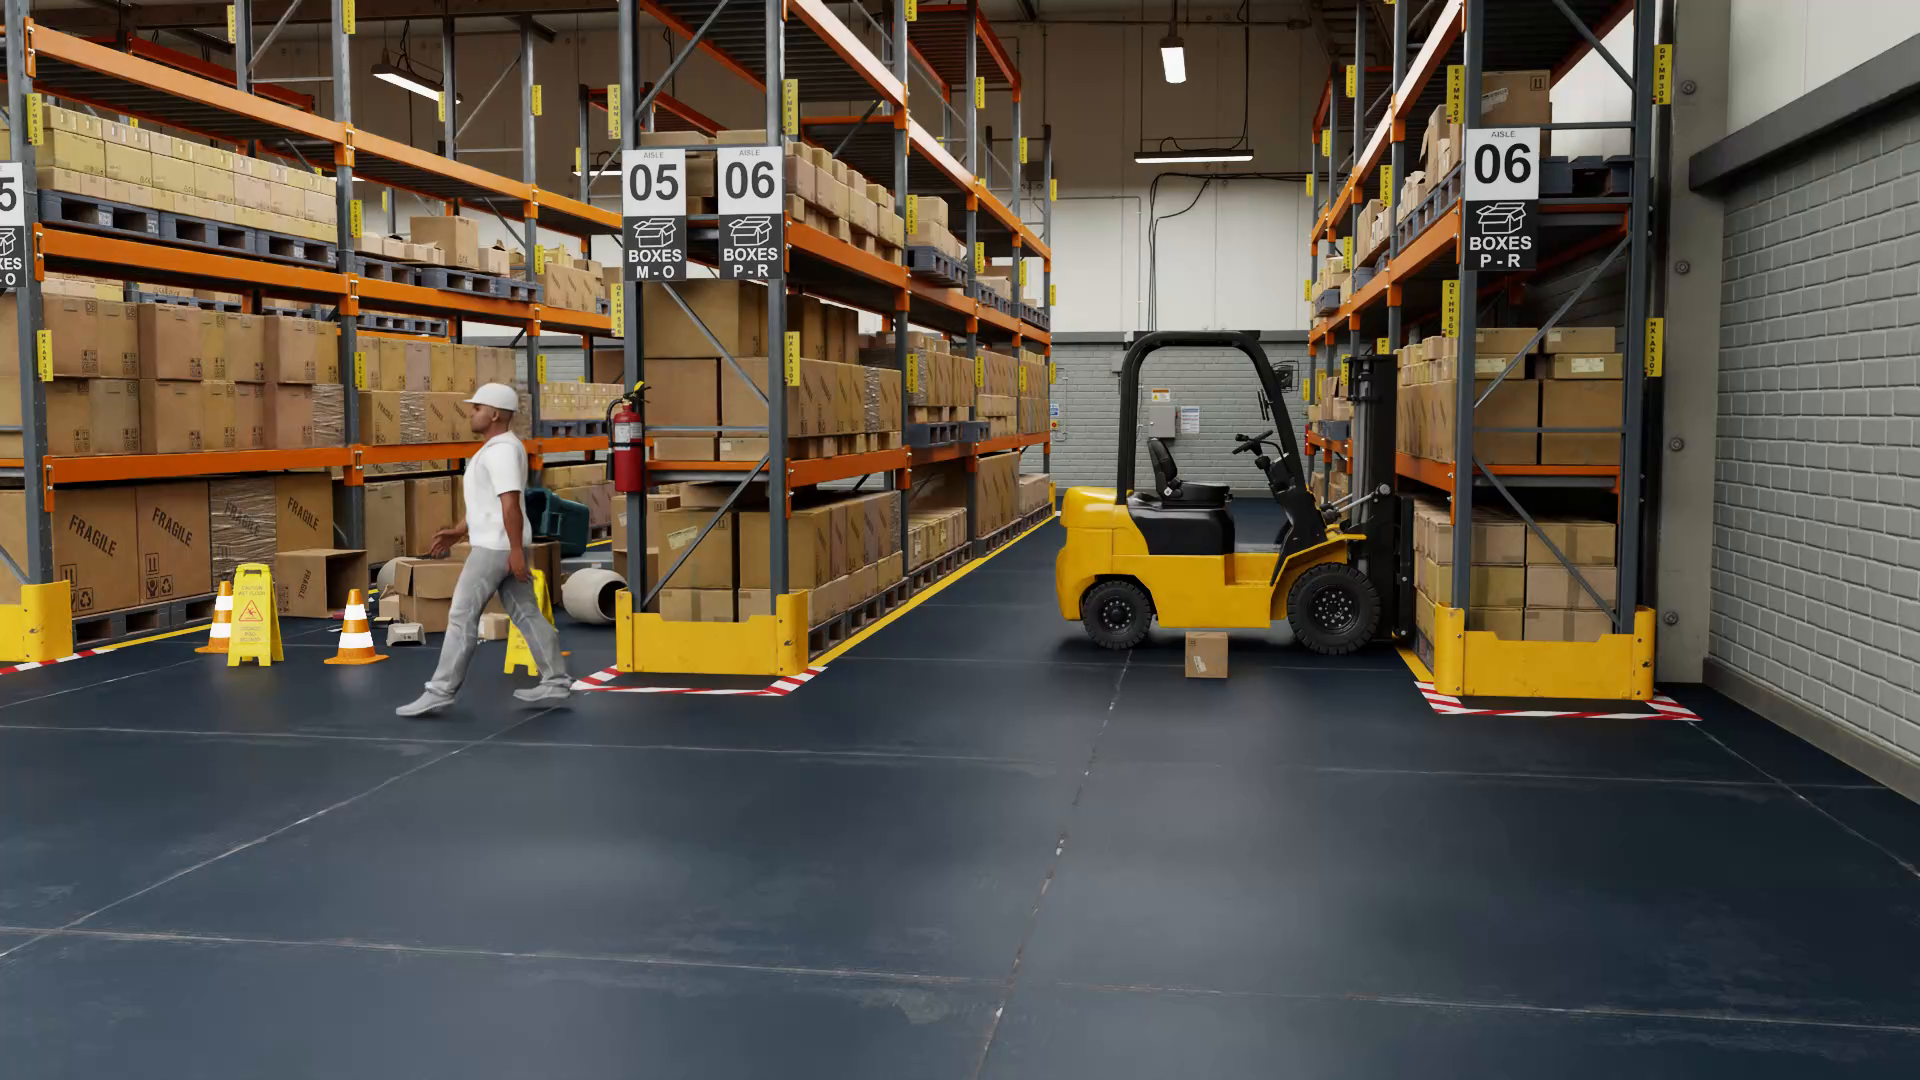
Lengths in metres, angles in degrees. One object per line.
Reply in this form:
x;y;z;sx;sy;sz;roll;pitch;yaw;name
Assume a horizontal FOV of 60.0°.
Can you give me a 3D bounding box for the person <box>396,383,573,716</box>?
-2.553;0.037;8.916;0.904;1.749;0.570;-1;4;-7;person
